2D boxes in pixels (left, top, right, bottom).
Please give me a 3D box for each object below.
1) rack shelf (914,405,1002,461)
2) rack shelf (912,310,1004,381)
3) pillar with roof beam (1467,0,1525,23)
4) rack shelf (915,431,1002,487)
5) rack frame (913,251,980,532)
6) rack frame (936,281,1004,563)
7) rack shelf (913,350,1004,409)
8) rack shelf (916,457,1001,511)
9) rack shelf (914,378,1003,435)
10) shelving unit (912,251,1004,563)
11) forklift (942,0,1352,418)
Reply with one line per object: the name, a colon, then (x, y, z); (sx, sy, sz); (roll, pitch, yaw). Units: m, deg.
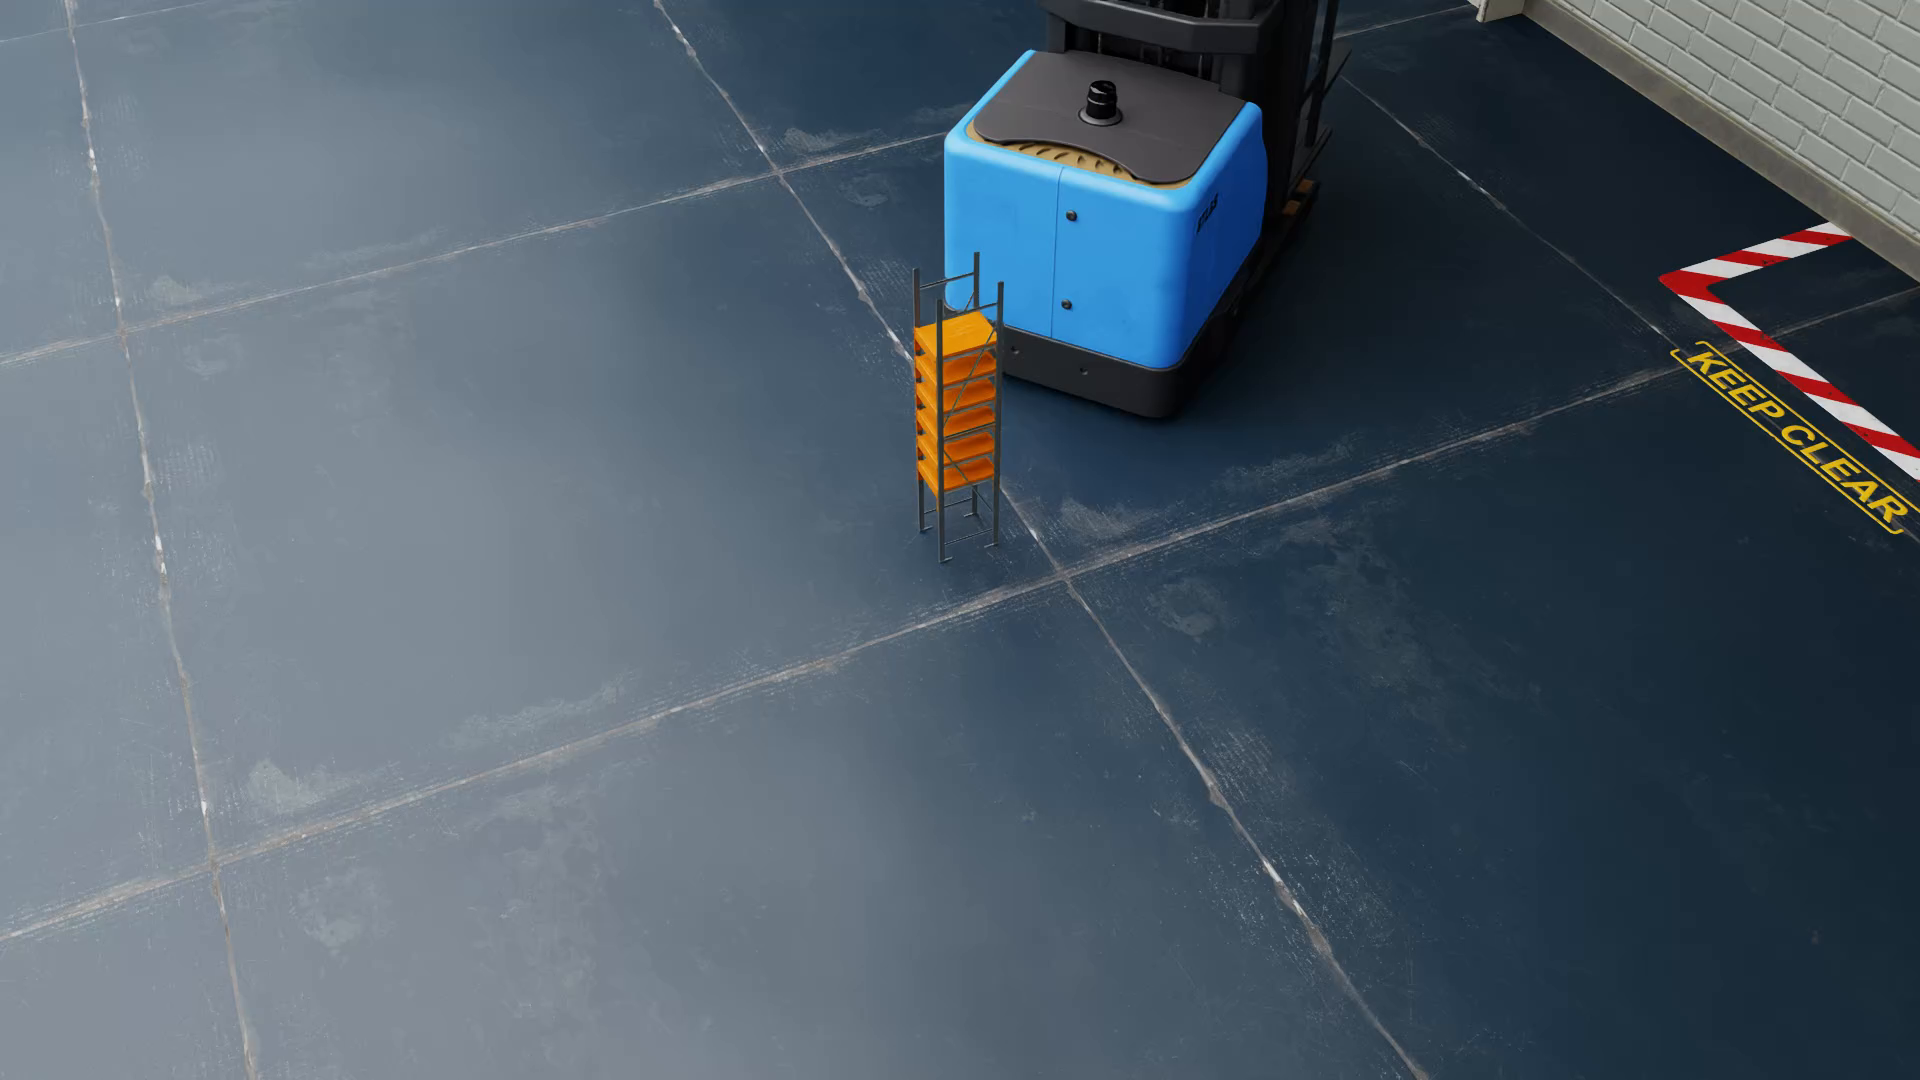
rack shelf: (-0.006, -0.405, 5.869); (0.258, 0.103, 0.180); (-18, 47, -17)
rack shelf: (-0.006, -0.661, 5.616); (0.258, 0.103, 0.180); (-18, 47, -17)
pillar with roof beam: (-0.986, -4.942, 4.851); (9.100, 9.000, 0.400); (-18, 47, -17)
rack shelf: (-0.006, -0.319, 5.953); (0.258, 0.103, 0.180); (-18, 47, -17)
rack frame: (-0.045, -0.495, 5.897); (0.240, 1.200, 0.006); (-18, 47, -17)
rack frame: (0.032, -0.378, 5.779); (0.240, 1.200, 0.006); (-18, 47, -17)
rack shelf: (-0.006, -0.576, 5.701); (0.258, 0.103, 0.180); (-18, 47, -17)
rack shelf: (-0.006, -0.234, 6.038); (0.258, 0.103, 0.180); (-18, 47, -17)
rack shelf: (-0.006, -0.490, 5.785); (0.258, 0.103, 0.180); (-18, 47, -17)
shelving unit: (-0.006, -0.436, 5.838); (0.258, 1.200, 0.189); (-18, 47, -17)
forklift: (1.029, -2.570, 6.768); (1.130, 2.935, 3.031); (19, 48, 18)
